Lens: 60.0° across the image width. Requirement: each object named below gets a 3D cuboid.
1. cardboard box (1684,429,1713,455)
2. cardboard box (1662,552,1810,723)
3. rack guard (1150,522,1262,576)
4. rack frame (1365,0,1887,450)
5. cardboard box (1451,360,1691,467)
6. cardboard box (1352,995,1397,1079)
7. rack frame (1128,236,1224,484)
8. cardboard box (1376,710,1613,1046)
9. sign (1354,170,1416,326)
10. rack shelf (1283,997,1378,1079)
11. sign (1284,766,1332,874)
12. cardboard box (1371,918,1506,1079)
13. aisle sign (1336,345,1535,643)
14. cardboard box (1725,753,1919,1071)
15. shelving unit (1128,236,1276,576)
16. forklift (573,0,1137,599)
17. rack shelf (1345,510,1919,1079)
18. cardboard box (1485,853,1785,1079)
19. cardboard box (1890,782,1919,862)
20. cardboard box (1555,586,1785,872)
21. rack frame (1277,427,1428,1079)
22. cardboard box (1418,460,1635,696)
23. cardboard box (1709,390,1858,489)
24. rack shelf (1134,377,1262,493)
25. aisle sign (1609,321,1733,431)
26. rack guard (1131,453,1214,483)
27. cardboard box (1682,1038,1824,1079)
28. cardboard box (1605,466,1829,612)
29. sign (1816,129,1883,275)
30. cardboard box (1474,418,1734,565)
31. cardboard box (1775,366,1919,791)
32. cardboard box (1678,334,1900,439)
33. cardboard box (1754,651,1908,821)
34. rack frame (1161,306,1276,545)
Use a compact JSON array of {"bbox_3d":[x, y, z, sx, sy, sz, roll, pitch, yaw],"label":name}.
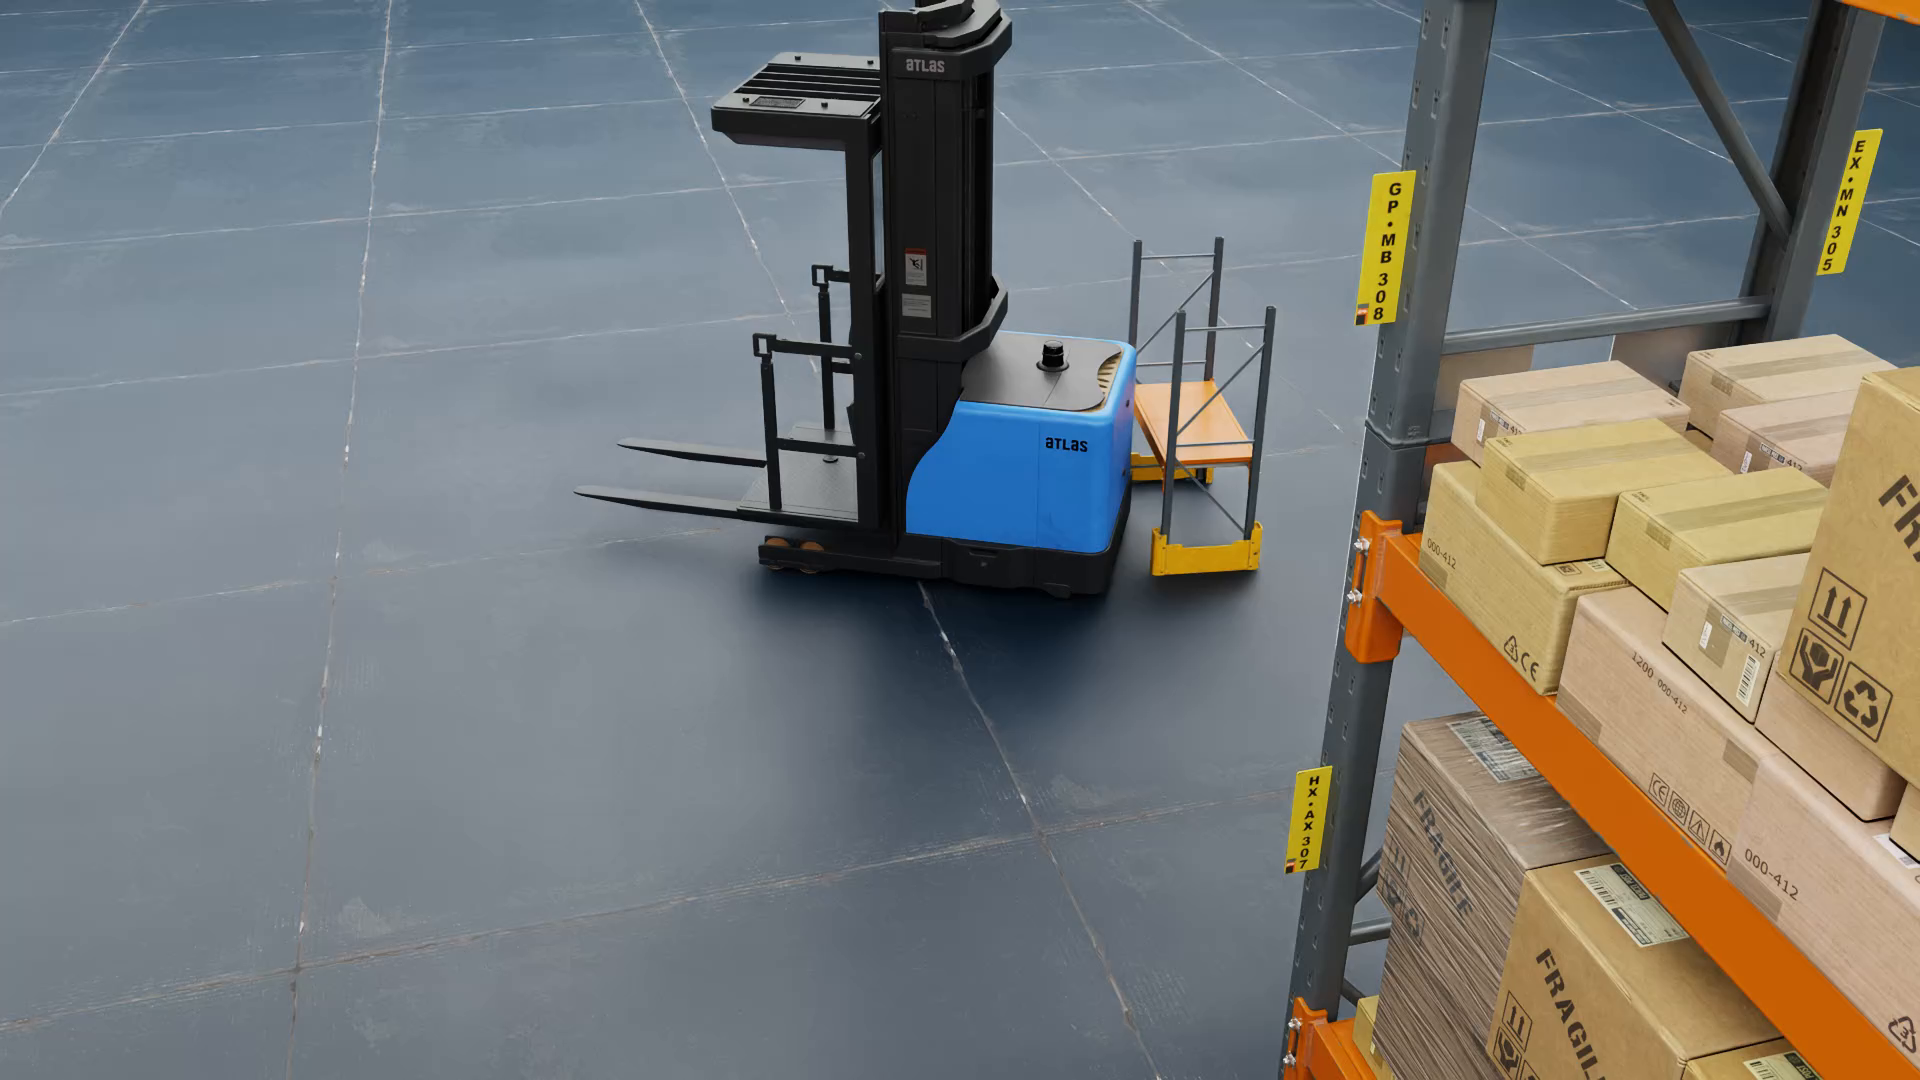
[{"bbox_3d":[1.773,-0.027,3.458,0.500,0.250,0.500,-7,31,-12],"label":"cardboard box"},{"bbox_3d":[1.415,0.150,2.754,0.380,0.149,0.250,-7,31,-11],"label":"cardboard box"},{"bbox_3d":[1.318,0.046,8.920,0.587,0.250,0.087,-3,30,-6],"label":"rack guard"},{"bbox_3d":[1.400,-1.589,3.013,1.000,3.000,0.127,-8,31,-13],"label":"rack frame"},{"bbox_3d":[1.250,-0.235,3.419,0.380,0.149,0.250,-8,31,-14],"label":"cardboard box"},{"bbox_3d":[1.245,1.285,4.286,0.380,0.149,0.250,-8,31,-13],"label":"cardboard box"},{"bbox_3d":[1.199,-1.000,9.480,0.500,1.500,0.032,-3,30,-6],"label":"rack frame"},{"bbox_3d":[1.283,0.704,3.644,0.500,0.500,0.500,-8,31,-13],"label":"cardboard box"},{"bbox_3d":[0.877,-0.597,3.420,0.100,0.325,0.005,-8,31,-13],"label":"sign"},{"bbox_3d":[1.930,2.285,3.027,1.077,0.370,4.000,-8,31,-13],"label":"rack shelf"},{"bbox_3d":[0.877,0.705,4.174,0.100,0.325,0.005,-8,31,-13],"label":"sign"},{"bbox_3d":[1.519,1.104,3.951,0.875,0.500,0.500,-8,31,-13],"label":"cardboard box"},{"bbox_3d":[1.094,-0.108,3.847,0.394,0.787,0.004,-8,31,-13],"label":"aisle sign"},{"bbox_3d":[1.549,0.529,2.497,0.500,0.250,0.500,-8,31,-13],"label":"cardboard box"},{"bbox_3d":[1.260,-0.742,9.035,0.587,1.500,1.083,-3,30,-6],"label":"shelving unit"},{"bbox_3d":[-0.609,-1.338,8.636,3.031,2.935,1.130,7,31,11],"label":"forklift"},{"bbox_3d":[1.930,0.986,2.275,1.077,0.370,4.000,-8,31,-13],"label":"rack shelf"},{"bbox_3d":[1.409,0.947,3.225,0.500,0.500,0.500,-8,31,-13],"label":"cardboard box"},{"bbox_3d":[1.562,0.398,2.326,0.380,0.149,0.250,-9,31,-16],"label":"cardboard box"},{"bbox_3d":[1.421,0.289,2.911,0.500,0.250,0.500,-9,31,-14],"label":"cardboard box"},{"bbox_3d":[1.400,1.007,4.516,1.000,3.000,0.127,-8,31,-13],"label":"rack frame"},{"bbox_3d":[1.278,0.041,3.340,0.500,0.250,0.500,-7,31,-12],"label":"cardboard box"},{"bbox_3d":[1.730,-0.165,3.298,0.380,0.149,0.250,-9,31,-15],"label":"cardboard box"},{"bbox_3d":[1.259,-0.591,9.133,0.538,0.185,1.000,-3,30,-6],"label":"rack shelf"},{"bbox_3d":[1.672,-0.188,3.985,0.394,0.787,0.004,-8,31,-13],"label":"aisle sign"},{"bbox_3d":[1.201,-0.449,9.776,0.587,0.250,0.087,-3,30,-6],"label":"rack guard"},{"bbox_3d":[1.543,1.188,2.808,0.500,0.500,0.500,-8,31,-13],"label":"cardboard box"},{"bbox_3d":[1.411,0.009,2.998,0.380,0.149,0.250,-8,31,-14],"label":"cardboard box"},{"bbox_3d":[1.940,-0.738,3.653,0.100,0.325,0.005,-8,31,-13],"label":"sign"},{"bbox_3d":[1.225,-0.097,3.180,0.380,0.149,0.250,-7,31,-12],"label":"cardboard box"},{"bbox_3d":[1.533,0.074,2.239,0.500,0.500,0.500,-8,31,-13],"label":"cardboard box"},{"bbox_3d":[1.774,-0.306,3.542,0.380,0.149,0.250,-8,31,-13],"label":"cardboard box"},{"bbox_3d":[1.475,0.268,2.551,0.380,0.149,0.250,-8,31,-13],"label":"cardboard box"},{"bbox_3d":[1.319,-0.494,8.606,0.500,1.500,0.032,-3,30,-6],"label":"rack frame"}]
